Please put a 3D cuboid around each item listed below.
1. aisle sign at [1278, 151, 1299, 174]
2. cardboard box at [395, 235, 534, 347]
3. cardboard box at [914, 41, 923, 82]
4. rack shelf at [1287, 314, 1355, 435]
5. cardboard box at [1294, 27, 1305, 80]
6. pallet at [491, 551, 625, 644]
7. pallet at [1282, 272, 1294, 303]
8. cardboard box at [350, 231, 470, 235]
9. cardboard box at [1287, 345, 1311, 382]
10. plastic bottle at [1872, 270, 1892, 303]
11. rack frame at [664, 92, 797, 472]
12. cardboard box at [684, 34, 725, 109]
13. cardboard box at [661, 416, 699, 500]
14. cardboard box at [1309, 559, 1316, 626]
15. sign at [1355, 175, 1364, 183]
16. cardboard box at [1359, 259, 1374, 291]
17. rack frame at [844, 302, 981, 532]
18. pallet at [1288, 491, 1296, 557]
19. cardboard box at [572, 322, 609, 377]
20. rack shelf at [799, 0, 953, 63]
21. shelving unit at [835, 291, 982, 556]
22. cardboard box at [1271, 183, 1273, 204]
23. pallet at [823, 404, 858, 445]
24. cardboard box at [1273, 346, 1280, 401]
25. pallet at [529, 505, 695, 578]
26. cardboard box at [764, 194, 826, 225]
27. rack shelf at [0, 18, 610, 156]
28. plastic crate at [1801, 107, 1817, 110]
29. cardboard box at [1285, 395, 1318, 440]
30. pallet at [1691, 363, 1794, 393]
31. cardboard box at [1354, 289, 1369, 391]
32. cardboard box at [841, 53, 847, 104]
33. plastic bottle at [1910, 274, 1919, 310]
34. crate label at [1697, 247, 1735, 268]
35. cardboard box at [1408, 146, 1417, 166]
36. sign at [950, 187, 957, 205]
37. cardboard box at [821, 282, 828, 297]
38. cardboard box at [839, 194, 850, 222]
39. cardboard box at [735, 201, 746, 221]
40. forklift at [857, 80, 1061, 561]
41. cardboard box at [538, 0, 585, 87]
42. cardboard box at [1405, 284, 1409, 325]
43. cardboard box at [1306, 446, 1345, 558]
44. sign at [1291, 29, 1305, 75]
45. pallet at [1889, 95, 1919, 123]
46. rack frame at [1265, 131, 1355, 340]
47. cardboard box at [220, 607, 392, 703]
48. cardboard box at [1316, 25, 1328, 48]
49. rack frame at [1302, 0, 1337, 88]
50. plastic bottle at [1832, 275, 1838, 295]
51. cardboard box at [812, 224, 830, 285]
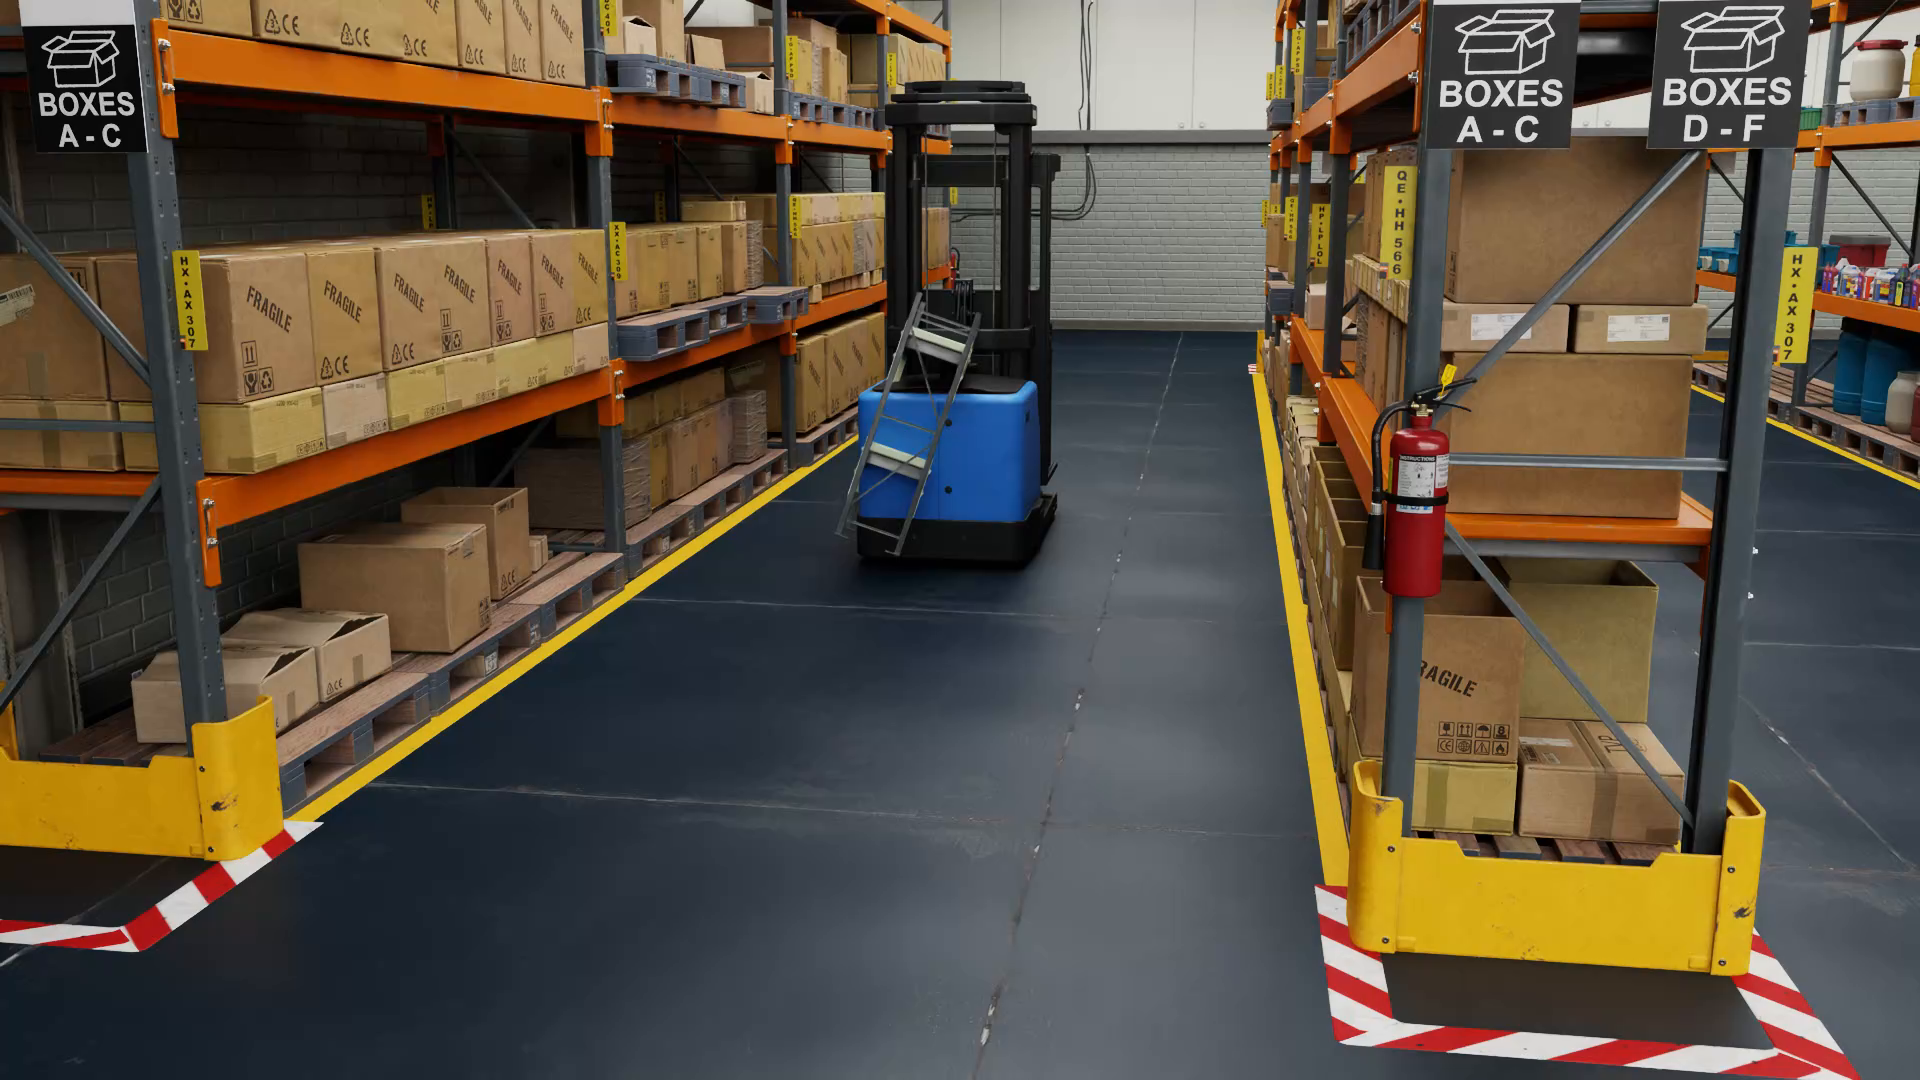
[{"bbox_3d":[4.000,-4.849,20.202,0.394,0.787,0.004,2,12,9],"label":"aisle sign"},{"bbox_3d":[-2.388,-1.202,7.980,0.500,0.500,0.500,2,12,7],"label":"cardboard box"},{"bbox_3d":[-0.701,-5.245,18.431,0.500,0.500,0.500,2,12,9],"label":"cardboard box"},{"bbox_3d":[2.741,-1.121,10.783,1.077,0.370,4.000,2,12,9],"label":"rack shelf"},{"bbox_3d":[3.701,-4.828,16.546,0.700,0.500,0.500,2,12,9],"label":"cardboard box"},{"bbox_3d":[-2.530,0.288,9.156,1.003,0.211,1.213,2,12,9],"label":"pallet"},{"bbox_3d":[3.343,-2.200,14.538,1.003,0.211,1.213,2,12,9],"label":"pallet"},{"bbox_3d":[-2.824,-1.320,8.529,0.500,0.500,0.500,2,12,8],"label":"cardboard box"},{"bbox_3d":[2.965,-1.463,13.770,0.500,0.250,0.500,2,12,11],"label":"cardboard box"},{"bbox_3d":[7.932,-2.175,14.259,0.152,0.276,0.135,2,12,9],"label":"plastic bottle"},{"bbox_3d":[-1.846,-2.049,13.380,1.000,3.000,0.127,2,12,9],"label":"rack frame"},{"bbox_3d":[-2.137,-3.308,11.813,0.797,0.503,0.637,4,13,17],"label":"cardboard box"},{"bbox_3d":[-2.217,-0.577,11.440,0.700,0.500,0.500,2,12,9],"label":"cardboard box"},{"bbox_3d":[1.981,0.273,8.136,0.500,0.250,0.500,2,12,9],"label":"cardboard box"},{"bbox_3d":[4.825,-4.253,20.108,0.100,0.325,0.005,2,12,9],"label":"sign"},{"bbox_3d":[2.125,-1.267,7.974,0.380,0.149,0.250,2,12,7],"label":"cardboard box"},{"bbox_3d":[-0.300,-0.722,10.470,0.400,1.500,0.023,19,3,-1],"label":"rack frame"},{"bbox_3d":[2.694,-0.103,10.968,1.003,0.211,1.213,2,12,9],"label":"pallet"},{"bbox_3d":[-2.235,-1.044,9.027,0.500,0.250,0.500,2,12,9],"label":"cardboard box"},{"bbox_3d":[-0.924,-5.683,18.661,1.077,0.370,4.000,2,12,9],"label":"rack shelf"},{"bbox_3d":[-0.302,-0.699,10.105,0.431,1.500,0.755,19,3,-1],"label":"shelving unit"},{"bbox_3d":[3.878,-3.899,19.355,0.500,0.500,0.500,2,12,9],"label":"cardboard box"},{"bbox_3d":[-1.461,-1.100,15.599,1.003,0.211,1.213,2,12,9],"label":"pallet"},{"bbox_3d":[3.349,-1.622,16.289,0.500,0.500,0.500,1,12,6],"label":"cardboard box"},{"bbox_3d":[-2.343,-0.015,10.562,1.003,0.211,1.213,2,12,9],"label":"pallet"},{"bbox_3d":[-1.440,-2.817,14.176,0.500,0.250,0.500,2,12,8],"label":"cardboard box"},{"bbox_3d":[-2.769,-1.914,7.344,1.077,0.370,4.000,2,12,9],"label":"rack shelf"},{"bbox_3d":[8.383,-4.145,16.383,0.416,0.233,0.300,2,12,9],"label":"plastic crate"},{"bbox_3d":[2.678,-0.925,12.363,0.500,0.311,0.500,2,12,11],"label":"cardboard box"},{"bbox_3d":[9.008,-1.860,19.121,1.003,0.211,1.213,2,12,9],"label":"pallet"},{"bbox_3d":[2.372,-1.013,8.335,0.700,0.500,0.500,2,12,7],"label":"cardboard box"},{"bbox_3d":[-1.475,-4.432,16.037,0.700,0.500,0.500,1,12,6],"label":"cardboard box"},{"bbox_3d":[7.759,-2.007,13.461,0.061,0.283,0.133,2,12,9],"label":"plastic bottle"},{"bbox_3d":[8.810,-3.300,19.440,0.416,0.233,0.303,2,12,9],"label":"crate label"},{"bbox_3d":[2.063,-1.229,6.260,0.700,0.500,0.500,2,12,9],"label":"cardboard box"},{"bbox_3d":[-0.082,-4.375,20.865,0.100,0.325,0.005,2,12,9],"label":"sign"},{"bbox_3d":[-1.397,-2.265,14.934,0.380,0.149,0.250,2,12,10],"label":"cardboard box"},{"bbox_3d":[-1.295,-3.028,15.153,0.500,0.250,0.500,2,12,7],"label":"cardboard box"},{"bbox_3d":[-1.870,-2.557,12.917,0.380,0.149,0.250,0,12,1],"label":"cardboard box"},{"bbox_3d":[0.092,-1.564,11.294,1.130,2.935,3.031,2,12,8],"label":"forklift"},{"bbox_3d":[-2.295,-2.627,8.660,0.500,0.500,0.500,2,12,10],"label":"cardboard box"},{"bbox_3d":[1.808,-0.835,5.973,0.380,0.149,0.250,2,12,9],"label":"cardboard box"},{"bbox_3d":[2.053,-0.198,8.540,0.500,0.500,0.500,2,12,9],"label":"cardboard box"},{"bbox_3d":[2.513,-3.626,12.352,0.100,0.325,0.005,2,12,9],"label":"sign"},{"bbox_3d":[8.362,-3.532,13.590,1.003,0.211,1.213,2,12,9],"label":"pallet"},{"bbox_3d":[4.279,-3.554,20.366,1.000,3.000,0.127,2,12,9],"label":"rack frame"},{"bbox_3d":[-2.794,0.456,7.095,0.500,0.311,0.500,3,13,13],"label":"cardboard box"},{"bbox_3d":[3.311,-4.111,14.357,0.600,0.600,0.600,1,12,6],"label":"cardboard box"},{"bbox_3d":[3.049,-4.822,12.007,1.000,3.000,0.127,2,12,9],"label":"rack frame"},{"bbox_3d":[8.060,-2.348,15.242,0.097,0.201,0.097,0,12,0],"label":"plastic bottle"},{"bbox_3d":[-1.429,-2.454,14.271,0.500,0.500,0.500,2,12,11],"label":"cardboard box"}]
